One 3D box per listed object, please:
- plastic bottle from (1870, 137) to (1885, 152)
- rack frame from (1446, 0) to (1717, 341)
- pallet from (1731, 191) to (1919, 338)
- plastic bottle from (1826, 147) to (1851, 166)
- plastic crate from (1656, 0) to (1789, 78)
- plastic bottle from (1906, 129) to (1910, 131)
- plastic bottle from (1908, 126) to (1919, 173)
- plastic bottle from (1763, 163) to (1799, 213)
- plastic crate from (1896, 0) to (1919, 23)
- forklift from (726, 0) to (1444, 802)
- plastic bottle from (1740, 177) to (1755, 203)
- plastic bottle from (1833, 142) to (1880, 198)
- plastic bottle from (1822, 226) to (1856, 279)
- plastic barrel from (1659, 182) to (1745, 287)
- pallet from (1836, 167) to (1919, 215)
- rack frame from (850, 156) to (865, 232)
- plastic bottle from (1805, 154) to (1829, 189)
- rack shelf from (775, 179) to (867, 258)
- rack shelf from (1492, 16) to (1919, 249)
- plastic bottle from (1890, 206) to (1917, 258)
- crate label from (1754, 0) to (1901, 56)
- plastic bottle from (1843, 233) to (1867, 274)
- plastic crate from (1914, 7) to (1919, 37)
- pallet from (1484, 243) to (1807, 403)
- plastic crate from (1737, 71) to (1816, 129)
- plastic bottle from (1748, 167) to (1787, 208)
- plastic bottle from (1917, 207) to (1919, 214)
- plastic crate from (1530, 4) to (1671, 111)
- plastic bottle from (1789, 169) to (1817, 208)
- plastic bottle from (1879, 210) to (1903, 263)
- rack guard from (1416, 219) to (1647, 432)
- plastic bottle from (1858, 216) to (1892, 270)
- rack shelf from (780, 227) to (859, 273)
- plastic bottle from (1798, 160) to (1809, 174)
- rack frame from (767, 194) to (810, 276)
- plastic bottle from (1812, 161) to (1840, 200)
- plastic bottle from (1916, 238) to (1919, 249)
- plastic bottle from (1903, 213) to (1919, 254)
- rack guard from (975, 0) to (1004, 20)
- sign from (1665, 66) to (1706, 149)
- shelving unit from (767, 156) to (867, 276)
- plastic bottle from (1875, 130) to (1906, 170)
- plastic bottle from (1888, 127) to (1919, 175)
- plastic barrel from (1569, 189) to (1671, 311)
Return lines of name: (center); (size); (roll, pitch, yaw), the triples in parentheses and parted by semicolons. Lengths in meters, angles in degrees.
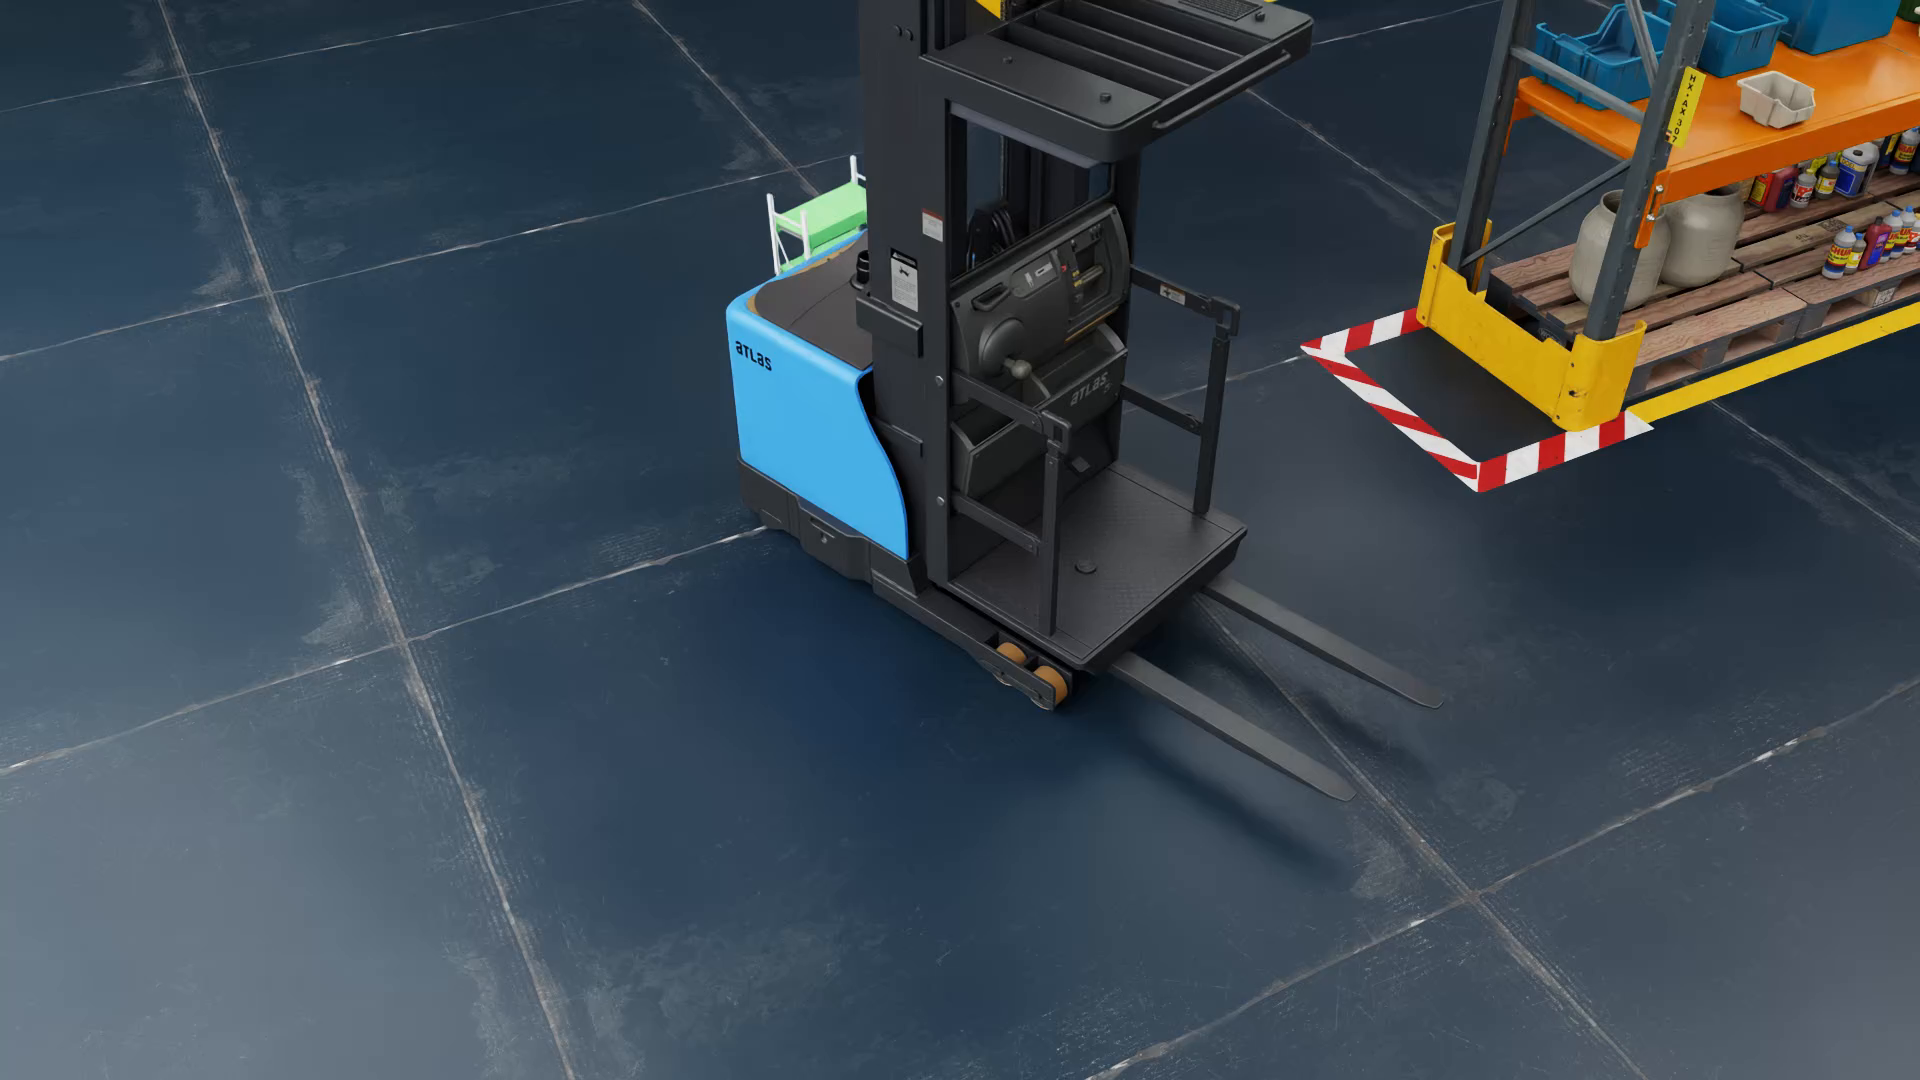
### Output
plastic bottle: (5.073, -2.173, 9.266); (0.097, 0.271, 0.097); (0, 40, 0)
rack frame: (2.714, -1.977, 7.264); (0.127, 3.000, 1.000); (-19, 44, -21)
pallet: (4.563, -1.563, 8.933); (1.213, 0.211, 1.003); (-19, 44, -21)
plastic bottle: (4.810, -2.141, 9.168); (0.185, 0.351, 0.144); (-19, 44, -21)
plastic crate: (3.598, -2.432, 7.916); (0.408, 0.251, 0.499); (-19, 44, -21)
plastic bottle: (5.354, -2.325, 9.384); (0.185, 0.351, 0.144); (-17, 43, -20)
plastic bottle: (5.421, -2.242, 9.287); (0.185, 0.351, 0.144); (-19, 44, -21)
plastic bottle: (4.426, -1.906, 8.942); (0.133, 0.283, 0.061); (-19, 44, -21)
plastic crate: (4.927, -2.847, 8.455); (0.662, 0.188, 0.450); (-19, 44, -21)
forklift: (0.463, -0.847, 5.983); (3.031, 2.935, 1.130); (30, 49, 31)
plastic bottle: (4.236, -1.953, 8.997); (0.133, 0.283, 0.061); (-18, 43, -20)
plastic bottle: (4.900, -2.035, 9.101); (0.135, 0.276, 0.152); (-19, 44, -21)
plastic bottle: (4.466, -1.466, 8.432); (0.097, 0.271, 0.097); (0, 40, 0)
plastic barrel: (3.707, -1.578, 8.393); (0.421, 0.512, 0.421); (0, 40, 0)
pallet: (5.647, -1.930, 9.367); (1.213, 0.211, 1.003); (-19, 44, -21)
rack frame: (-0.382, -1.194, 7.724); (0.240, 1.200, 0.015); (31, 49, 34)
plastic bottle: (4.645, -2.086, 9.102); (0.185, 0.351, 0.144); (-17, 43, -19)
rack shelf: (-0.564, -1.406, 7.331); (0.258, 0.148, 0.480); (31, 49, 34)
rack shelf: (4.488, -2.299, 8.202); (4.000, 0.370, 1.077); (-19, 44, -21)
plastic bottle: (4.859, -1.598, 8.588); (0.097, 0.271, 0.097); (0, 40, 0)
crate label: (4.221, -2.695, 8.085); (0.616, 0.435, 0.502); (-19, 44, -21)
plastic bottle: (4.558, -1.470, 8.491); (0.097, 0.201, 0.097); (0, 40, 0)
plastic crate: (4.938, -2.440, 8.016); (0.437, 0.136, 0.530); (-19, 44, -21)
pallet: (3.483, -1.202, 8.506); (1.213, 0.211, 1.003); (-19, 44, -21)
plastic crate: (3.656, -1.959, 7.447); (0.250, 0.136, 0.298); (-19, 44, -21)
plastic bottle: (4.377, -1.964, 9.016); (0.135, 0.276, 0.152); (-18, 44, -20)
plastic bottle: (5.171, -1.806, 8.823); (0.133, 0.283, 0.061); (-19, 44, -21)
plastic crate: (3.020, -2.241, 7.691); (0.616, 0.251, 0.499); (-19, 44, -21)
plastic bottle: (4.574, -1.911, 9.012); (0.097, 0.201, 0.097); (0, 40, 0)
plastic bottle: (4.770, -1.568, 8.552); (0.097, 0.271, 0.097); (0, 40, 0)
rack guard: (2.760, -1.073, 8.130); (0.348, 0.500, 1.175); (-19, 44, -21)
plastic bottle: (4.675, -1.528, 8.495); (0.133, 0.283, 0.061); (-18, 43, -20)
rack shelf: (-0.557, -1.218, 7.481); (0.258, 0.148, 0.480); (31, 49, 34)
plastic bottle: (4.500, -2.006, 9.065); (0.135, 0.276, 0.152); (-20, 44, -22)
rack frame: (-0.723, -0.968, 7.457); (0.240, 1.200, 0.015); (31, 49, 34)
plastic bottle: (4.739, -1.973, 9.084); (0.097, 0.201, 0.097); (0, 40, 0)
plastic bottle: (5.038, -1.659, 8.659); (0.097, 0.271, 0.097); (0, 40, 0)
plastic bottle: (4.947, -1.601, 8.645); (0.097, 0.201, 0.097); (0, 40, 0)
rack guard: (0.408, -3.855, 11.418); (0.348, 0.500, 1.175); (-19, 44, -21)
sign: (2.964, -1.766, 6.801); (0.005, 0.325, 0.100); (-19, 44, -21)
shelving unit: (-0.552, -1.081, 7.591); (0.258, 1.200, 0.503); (31, 49, 34)
plastic bottle: (5.187, -2.268, 9.318); (0.185, 0.351, 0.144); (-20, 44, -22)
plastic bottle: (5.281, -2.182, 9.277); (0.097, 0.271, 0.097); (0, 40, 0)
plastic barrel: (3.262, -1.428, 8.216); (0.421, 0.512, 0.421); (0, 40, 0)
